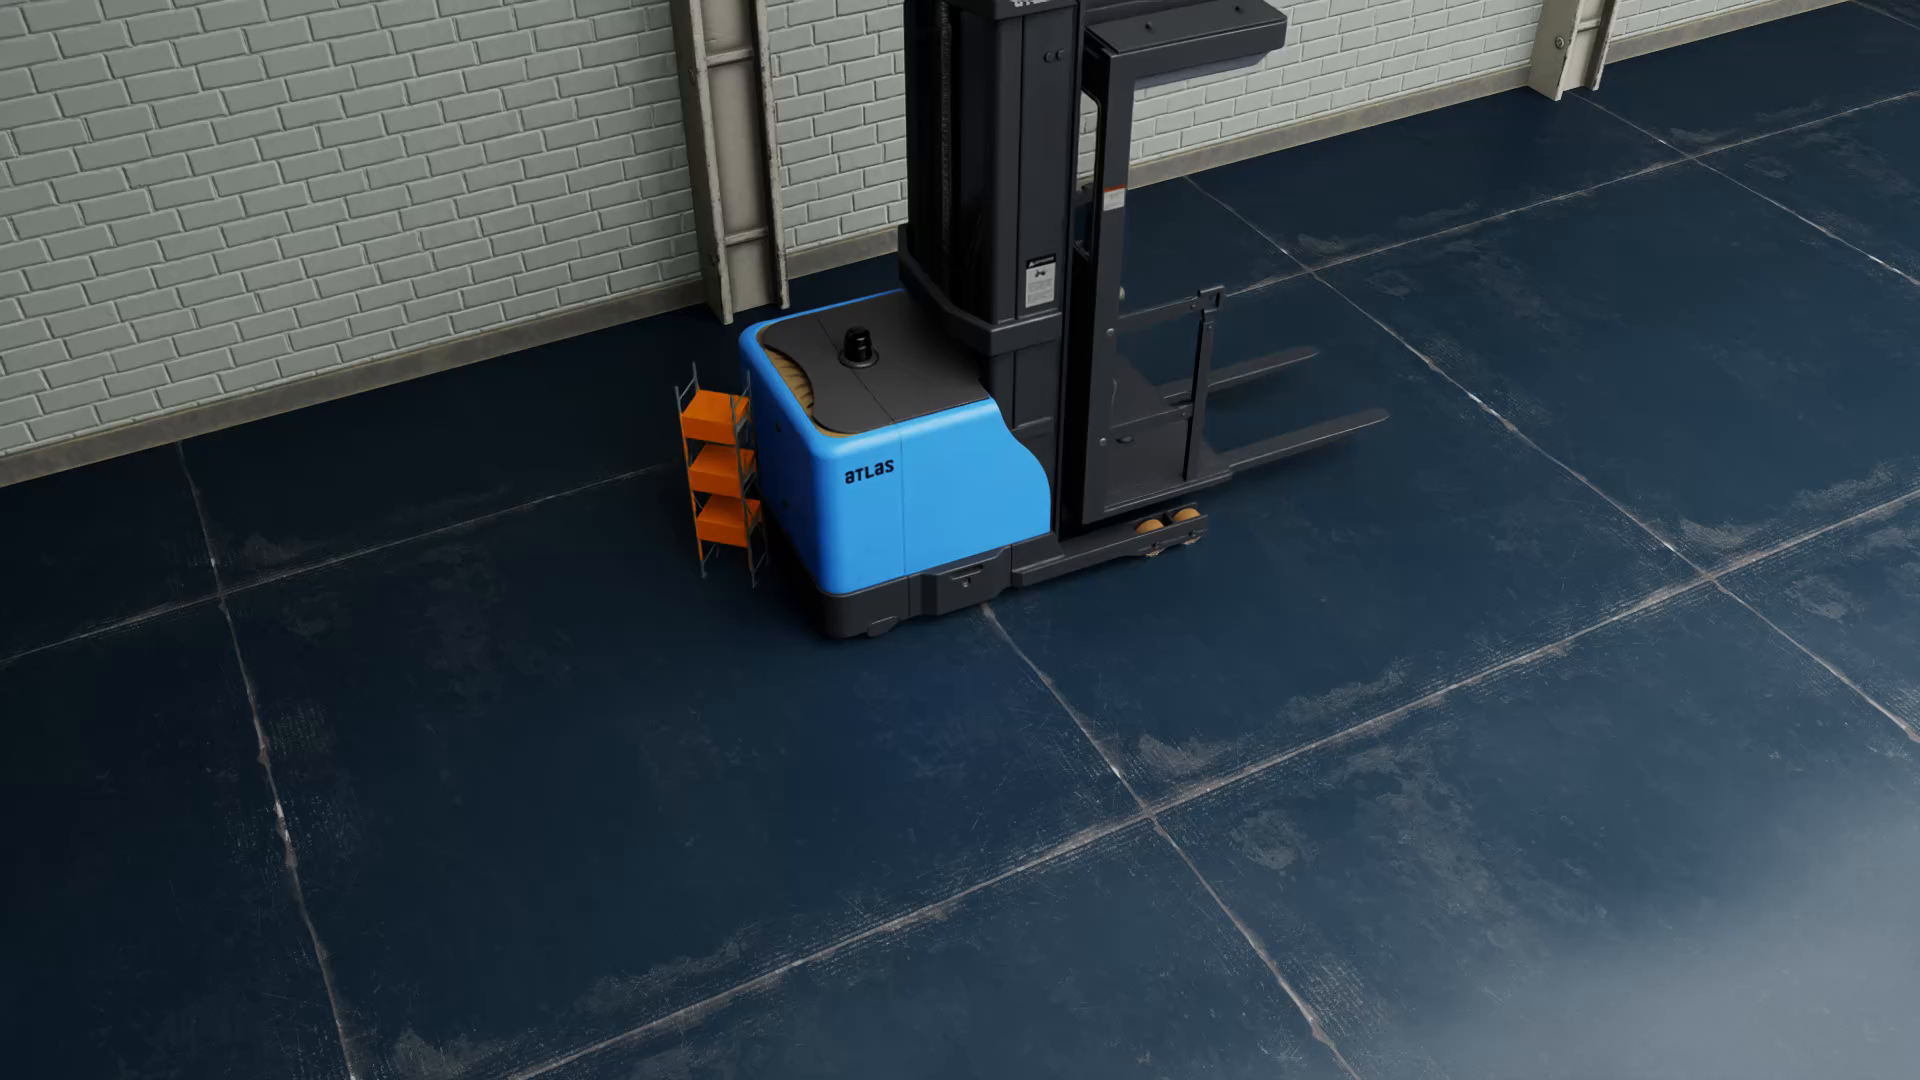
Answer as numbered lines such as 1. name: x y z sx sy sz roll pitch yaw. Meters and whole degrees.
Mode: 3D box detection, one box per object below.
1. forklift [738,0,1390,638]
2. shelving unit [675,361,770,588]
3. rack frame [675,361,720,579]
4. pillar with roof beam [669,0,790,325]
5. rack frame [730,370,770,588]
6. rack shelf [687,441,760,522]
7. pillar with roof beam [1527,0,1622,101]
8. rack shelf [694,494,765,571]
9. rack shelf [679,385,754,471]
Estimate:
1. forklift: 0.588 -1.340 7.053 3.031 2.935 1.130 -17 43 -19
2. shelving unit: -1.024 -0.267 7.240 0.252 1.050 0.215 10 41 12
3. rack frame: -1.142 -0.288 7.266 0.008 1.050 0.200 10 41 12
4. pillar with roof beam: 0.796 -2.296 3.486 0.400 9.000 9.100 -19 44 -21
5. rack frame: -0.907 -0.247 7.214 0.008 1.050 0.200 10 41 12
6. rack shelf: -1.024 -0.259 7.247 0.240 0.259 0.215 10 41 12
7. pillar with roof beam: 6.118 -4.087 5.602 0.400 9.000 9.100 -19 44 -21
8. rack shelf: -1.022 -0.047 7.426 0.240 0.259 0.215 10 41 12
9. rack shelf: -1.027 -0.476 7.064 0.240 0.259 0.215 10 41 12
